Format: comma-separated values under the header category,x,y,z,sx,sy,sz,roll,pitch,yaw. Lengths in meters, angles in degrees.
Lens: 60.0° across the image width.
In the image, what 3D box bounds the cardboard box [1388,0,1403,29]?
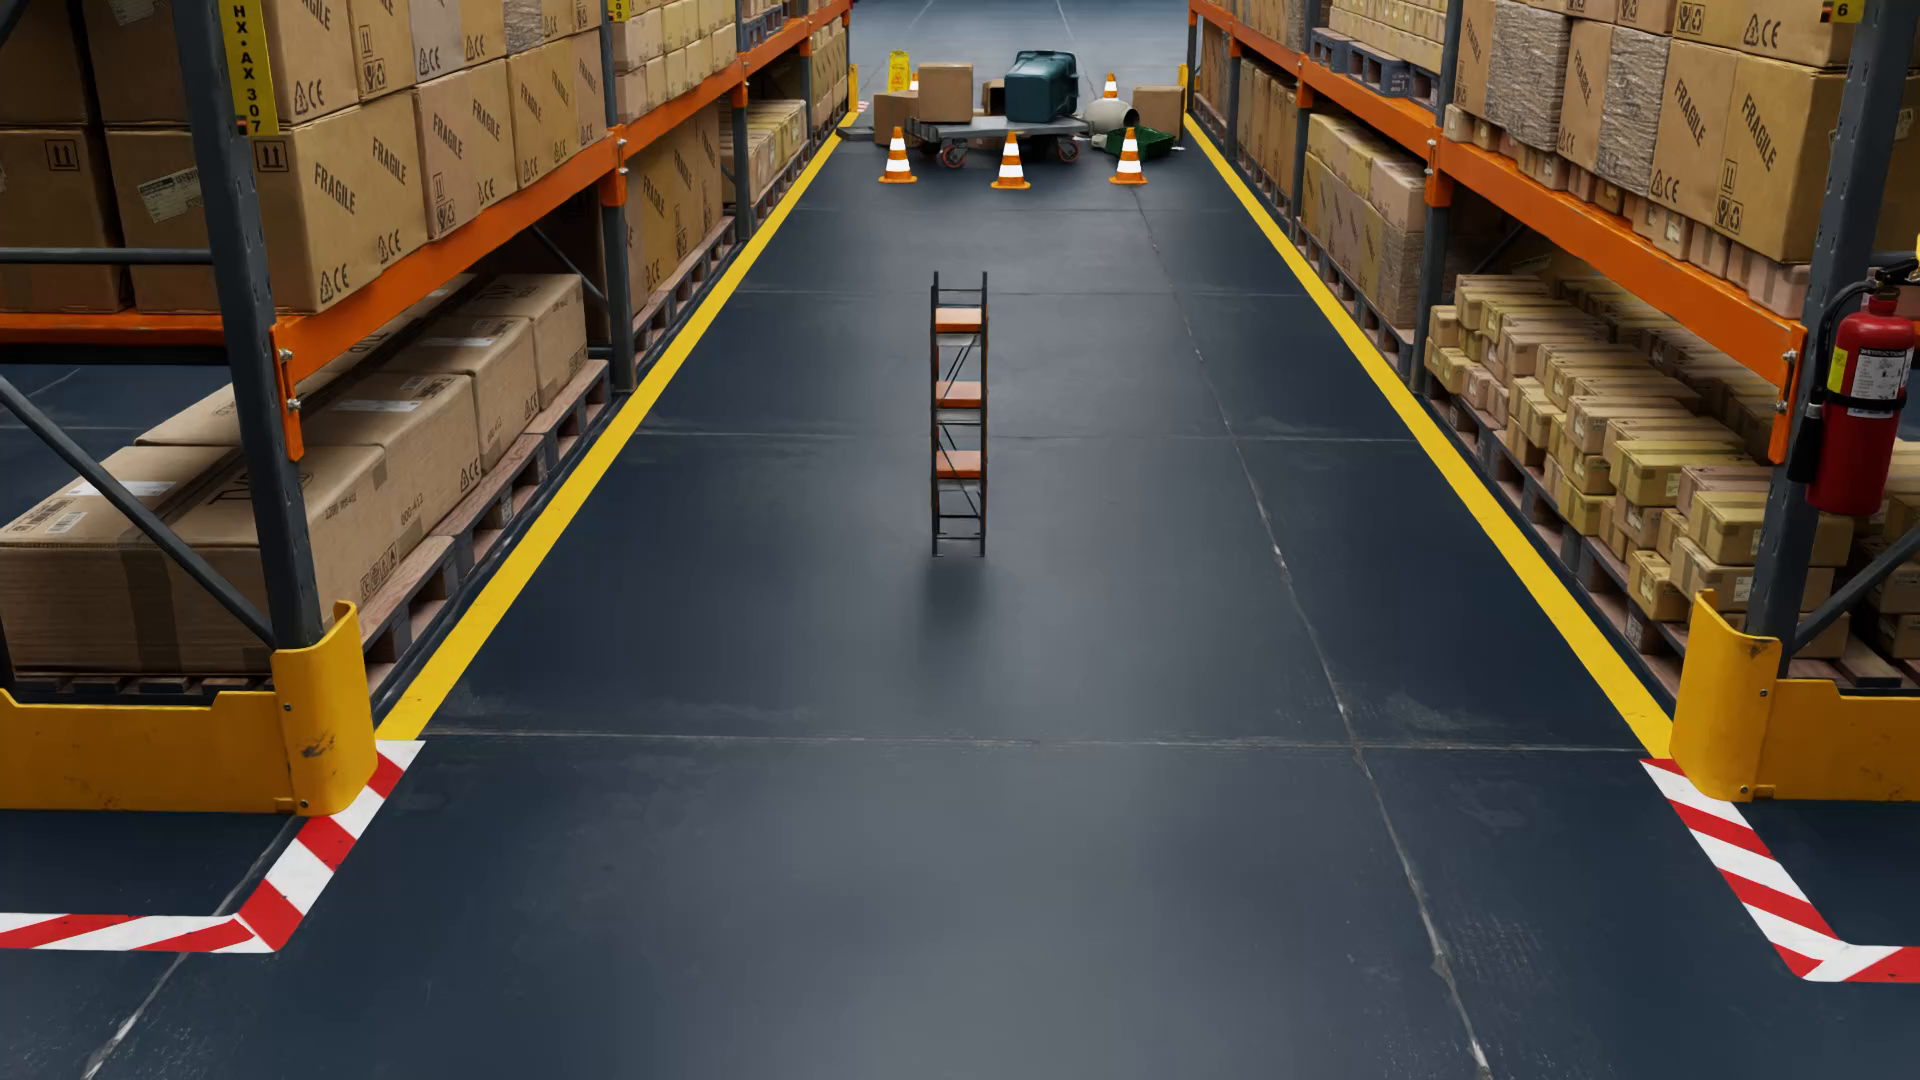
category,x,y,z,sx,sy,sz,roll,pitch,yaw
cardboard box,2.646,-2.982,9.424,0.380,0.149,0.250,1,21,2

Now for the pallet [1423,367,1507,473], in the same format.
category,x,y,z,sx,sy,sz,roll,pitch,yaw
pallet,2.810,-0.599,7.781,1.003,0.211,1.213,1,21,2

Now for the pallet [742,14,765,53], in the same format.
category,x,y,z,sx,sy,sz,roll,pitch,yaw
pallet,-2.119,-3.776,12.379,1.213,0.211,1.003,1,21,2

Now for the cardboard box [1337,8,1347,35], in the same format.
category,x,y,z,sx,sy,sz,roll,pitch,yaw
cardboard box,2.693,-3.411,10.939,0.380,0.149,0.250,2,21,4

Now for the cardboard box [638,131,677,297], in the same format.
category,x,y,z,sx,sy,sz,roll,pitch,yaw
cardboard box,-2.197,-1.917,9.680,0.875,0.875,0.875,1,21,3

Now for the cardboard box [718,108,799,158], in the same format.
category,x,y,z,sx,sy,sz,roll,pitch,yaw
cardboard box,-1.945,-3.574,14.645,0.950,0.372,0.625,2,21,5

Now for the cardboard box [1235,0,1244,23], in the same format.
category,x,y,z,sx,sy,sz,roll,pitch,yaw
cardboard box,2.753,-4.894,14.858,0.500,0.500,0.500,1,21,2

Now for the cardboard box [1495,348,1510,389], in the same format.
category,x,y,z,sx,sy,sz,roll,pitch,yaw
cardboard box,2.563,-0.742,7.243,0.380,0.149,0.250,0,21,-1

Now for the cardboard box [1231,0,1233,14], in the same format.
category,x,y,z,sx,sy,sz,roll,pitch,yaw
cardboard box,3.037,-5.238,15.675,0.875,0.550,0.550,1,21,2

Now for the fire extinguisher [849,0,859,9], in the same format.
category,x,y,z,sx,sy,sz,roll,pitch,yaw
fire extinguisher,-1.327,-6.499,19.240,0.296,0.674,0.183,1,21,2

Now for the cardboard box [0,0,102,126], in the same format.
category,x,y,z,sx,sy,sz,roll,pitch,yaw
cardboard box,-2.501,-1.404,4.479,0.500,0.500,0.500,1,21,3

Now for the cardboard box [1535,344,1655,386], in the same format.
category,x,y,z,sx,sy,sz,roll,pitch,yaw
cardboard box,2.551,-0.688,6.694,0.380,0.149,0.250,0,21,-1

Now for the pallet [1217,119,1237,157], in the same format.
category,x,y,z,sx,sy,sz,roll,pitch,yaw
pallet,3.139,-4.009,16.569,1.003,0.211,1.213,1,21,2

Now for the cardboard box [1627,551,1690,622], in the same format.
category,x,y,z,sx,sy,sz,roll,pitch,yaw
cardboard box,2.387,0.151,5.355,0.380,0.149,0.250,1,21,3

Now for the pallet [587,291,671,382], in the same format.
category,x,y,z,sx,sy,sz,roll,pitch,yaw
pallet,-2.208,-1.140,9.175,1.003,0.211,1.213,1,21,2

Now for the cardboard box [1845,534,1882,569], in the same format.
category,x,y,z,sx,sy,sz,roll,pitch,yaw
cardboard box,3.010,0.014,5.297,0.380,0.149,0.250,1,21,1

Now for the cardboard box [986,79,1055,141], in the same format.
category,x,y,z,sx,sy,sz,roll,pitch,yaw
cardboard box,0.666,-4.397,16.979,0.797,0.637,0.503,1,21,2

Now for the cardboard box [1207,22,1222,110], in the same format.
category,x,y,z,sx,sy,sz,roll,pitch,yaw
cardboard box,3.180,-5.122,17.940,0.875,0.875,0.875,0,21,1

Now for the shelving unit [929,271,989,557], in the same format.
category,x,y,z,sx,sy,sz,roll,pitch,yaw
shelving unit,-0.002,-0.470,6.289,0.215,1.050,0.252,1,21,2

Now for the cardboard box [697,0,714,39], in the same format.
category,x,y,z,sx,sy,sz,roll,pitch,yaw
cardboard box,-1.802,-3.221,10.200,0.500,0.250,0.500,0,21,0

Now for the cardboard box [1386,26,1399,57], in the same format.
category,x,y,z,sx,sy,sz,roll,pitch,yaw
cardboard box,2.645,-2.838,9.463,0.380,0.149,0.250,2,21,4

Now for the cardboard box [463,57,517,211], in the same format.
category,x,y,z,sx,sy,sz,roll,pitch,yaw
cardboard box,-1.957,-1.479,6.056,0.500,0.500,0.500,1,21,3

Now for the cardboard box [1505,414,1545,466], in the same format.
category,x,y,z,sx,sy,sz,roll,pitch,yaw
cardboard box,2.464,-0.411,6.803,0.380,0.149,0.250,0,21,0

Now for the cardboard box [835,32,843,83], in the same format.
category,x,y,z,sx,sy,sz,roll,pitch,yaw
cardboard box,-1.567,-5.281,18.177,0.500,0.500,0.500,1,21,4

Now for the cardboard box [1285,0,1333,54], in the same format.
category,x,y,z,sx,sy,sz,roll,pitch,yaw
cardboard box,2.662,-3.801,12.040,0.500,0.500,0.500,1,21,2

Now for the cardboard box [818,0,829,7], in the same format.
category,x,y,z,sx,sy,sz,roll,pitch,yaw
cardboard box,-1.534,-5.508,16.926,0.380,0.149,0.250,1,21,2

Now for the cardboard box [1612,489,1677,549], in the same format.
category,x,y,z,sx,sy,sz,roll,pitch,yaw
cardboard box,2.418,-0.083,5.546,0.380,0.149,0.250,0,21,-1

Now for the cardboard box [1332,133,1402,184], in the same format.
category,x,y,z,sx,sy,sz,roll,pitch,yaw
cardboard box,2.610,-2.360,10.302,0.500,0.250,0.500,1,21,2

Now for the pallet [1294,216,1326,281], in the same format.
category,x,y,z,sx,sy,sz,roll,pitch,yaw
pallet,2.891,-2.006,11.407,1.003,0.211,1.213,1,21,2

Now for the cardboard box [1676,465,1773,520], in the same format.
category,x,y,z,sx,sy,sz,roll,pitch,yaw
cardboard box,2.501,-0.125,5.241,0.380,0.149,0.250,1,21,3

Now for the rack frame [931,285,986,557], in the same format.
category,x,y,z,sx,sy,sz,roll,pitch,yaw
rack frame,-0.005,-0.426,6.175,0.200,1.050,0.008,1,21,2

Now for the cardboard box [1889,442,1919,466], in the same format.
category,x,y,z,sx,sy,sz,roll,pitch,yaw
cardboard box,3.052,-0.216,5.478,0.380,0.149,0.250,1,21,1

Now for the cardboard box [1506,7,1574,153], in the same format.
category,x,y,z,sx,sy,sz,roll,pitch,yaw
cardboard box,2.469,-1.791,6.448,0.500,0.500,0.500,0,21,0

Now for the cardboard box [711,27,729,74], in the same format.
category,x,y,z,sx,sy,sz,roll,pitch,yaw
cardboard box,-1.790,-3.166,10.749,0.500,0.250,0.500,1,21,3

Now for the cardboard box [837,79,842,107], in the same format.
category,x,y,z,sx,sy,sz,roll,pitch,yaw
cardboard box,-1.570,-4.930,18.310,0.500,0.250,0.500,1,21,2

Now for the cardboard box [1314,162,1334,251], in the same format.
category,x,y,z,sx,sy,sz,roll,pitch,yaw
cardboard box,2.628,-2.184,10.887,0.500,0.500,0.500,1,21,2

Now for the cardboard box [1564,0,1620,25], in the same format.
category,x,y,z,sx,sy,sz,roll,pitch,yaw
cardboard box,2.474,-2.078,5.807,0.500,0.500,0.500,0,21,0

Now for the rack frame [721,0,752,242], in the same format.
category,x,y,z,sx,sy,sz,roll,pitch,yaw
rack frame,-2.034,-3.607,11.677,1.000,3.000,0.127,1,21,2

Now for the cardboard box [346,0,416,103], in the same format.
category,x,y,z,sx,sy,sz,roll,pitch,yaw
cardboard box,-1.970,-1.584,4.944,0.500,0.500,0.500,0,21,0

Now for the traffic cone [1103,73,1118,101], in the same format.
category,x,y,z,sx,sy,sz,roll,pitch,yaw
traffic cone,1.724,-5.122,19.090,0.336,0.463,0.334,1,21,2

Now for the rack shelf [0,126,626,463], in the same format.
category,x,y,z,sx,sy,sz,roll,pitch,yaw
rack shelf,-2.217,-1.102,6.216,1.077,0.370,4.000,1,21,2

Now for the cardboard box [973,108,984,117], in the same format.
category,x,y,z,sx,sy,sz,roll,pitch,yaw
cardboard box,0.188,-4.674,18.370,0.380,0.149,0.250,13,25,29

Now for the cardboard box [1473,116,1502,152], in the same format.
category,x,y,z,sx,sy,sz,roll,pitch,yaw
cardboard box,2.525,-1.832,7.451,0.380,0.149,0.250,1,21,3

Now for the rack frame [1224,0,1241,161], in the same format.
category,x,y,z,sx,sy,sz,roll,pitch,yaw
rack frame,3.038,-5.035,15.358,1.000,3.000,0.127,1,21,2

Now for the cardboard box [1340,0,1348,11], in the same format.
category,x,y,z,sx,sy,sz,roll,pitch,yaw
cardboard box,2.695,-3.535,10.849,0.380,0.149,0.250,2,21,4

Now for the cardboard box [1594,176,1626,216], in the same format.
category,x,y,z,sx,sy,sz,roll,pitch,yaw
cardboard box,2.519,-1.261,5.979,0.380,0.149,0.250,1,21,3

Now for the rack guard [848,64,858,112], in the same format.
category,x,y,z,sx,sy,sz,roll,pitch,yaw
rack guard,-1.793,-5.306,19.513,1.175,0.500,0.348,1,21,2

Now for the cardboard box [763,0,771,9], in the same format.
category,x,y,z,sx,sy,sz,roll,pitch,yaw
cardboard box,-1.741,-4.384,13.449,0.380,0.149,0.250,1,21,3

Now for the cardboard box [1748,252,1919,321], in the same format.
category,x,y,z,sx,sy,sz,roll,pitch,yaw
cardboard box,2.400,-0.700,4.533,0.380,0.149,0.250,1,21,2

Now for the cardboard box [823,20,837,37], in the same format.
category,x,y,z,sx,sy,sz,roll,pitch,yaw
cardboard box,-1.519,-5.453,17.723,0.380,0.149,0.250,2,21,4

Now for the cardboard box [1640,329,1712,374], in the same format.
category,x,y,z,sx,sy,sz,roll,pitch,yaw
cardboard box,3.074,-0.780,6.931,0.380,0.149,0.250,0,21,-1
